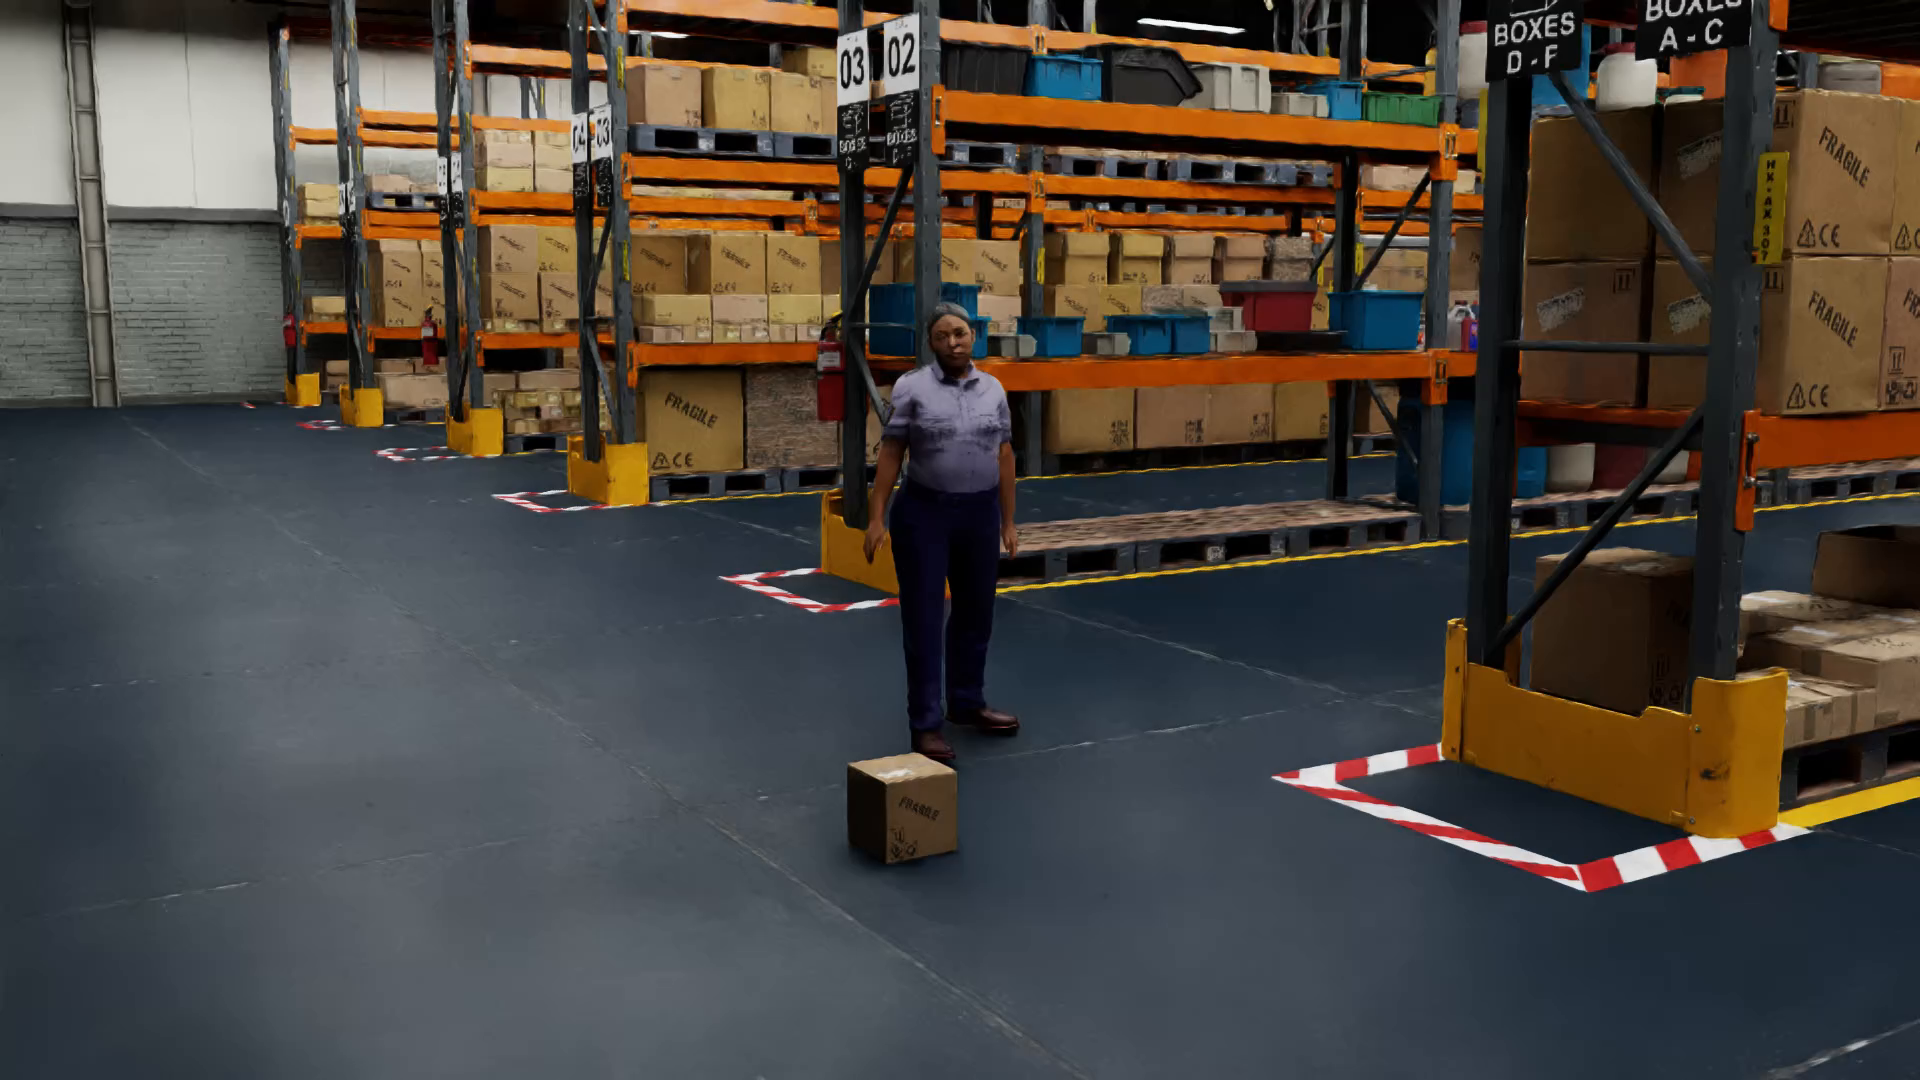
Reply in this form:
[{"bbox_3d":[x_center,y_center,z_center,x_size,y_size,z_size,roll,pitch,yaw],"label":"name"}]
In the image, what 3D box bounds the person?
[{"bbox_3d":[-0.038,-0.050,6.127,0.664,1.638,0.566,-4,9,-24],"label":"person"}]
